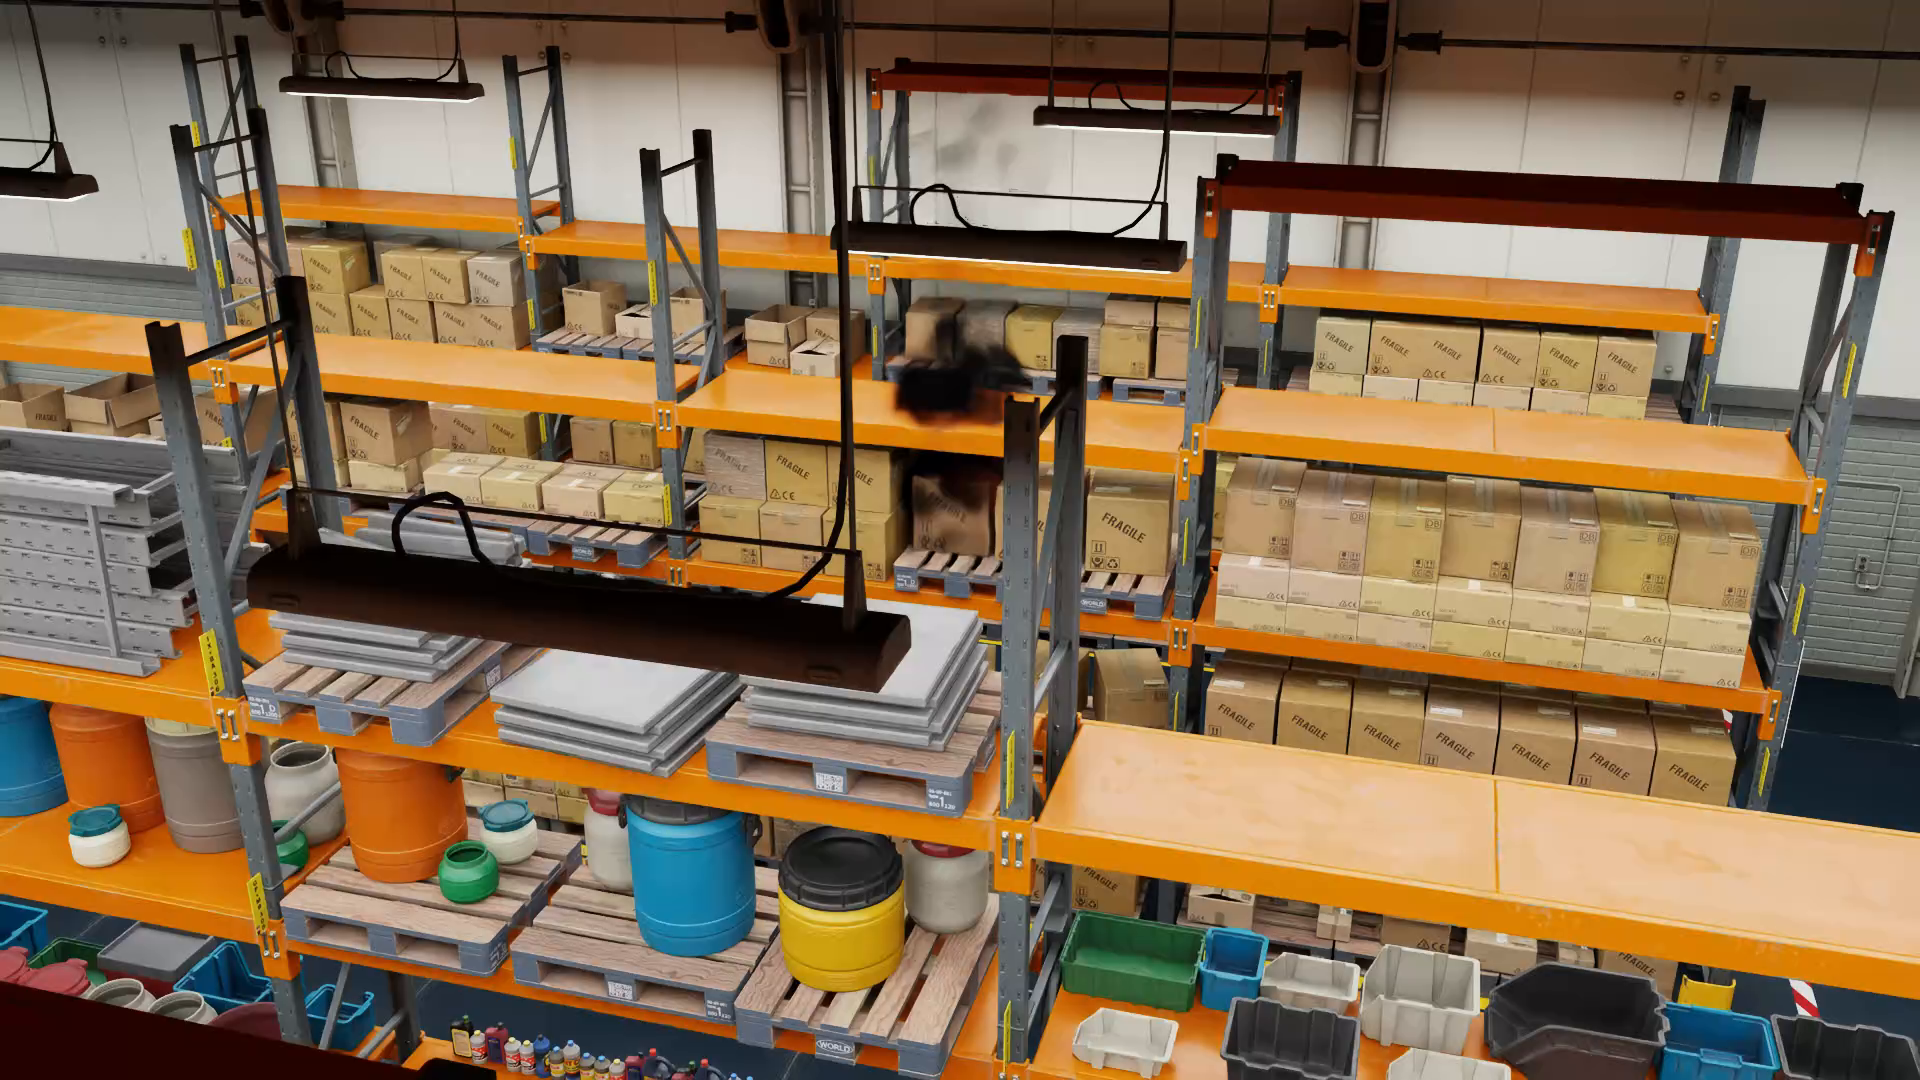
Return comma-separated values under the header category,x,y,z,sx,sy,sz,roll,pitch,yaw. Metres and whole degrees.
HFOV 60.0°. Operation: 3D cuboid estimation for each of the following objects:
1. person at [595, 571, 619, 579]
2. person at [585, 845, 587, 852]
category,x,y,z,sx,sy,sz,roll,pitch,yaw
person,-3.560,0.798,16.784,0.653,1.631,0.514,4,23,10
person,-2.350,2.559,12.213,0.932,1.797,0.680,5,23,11
